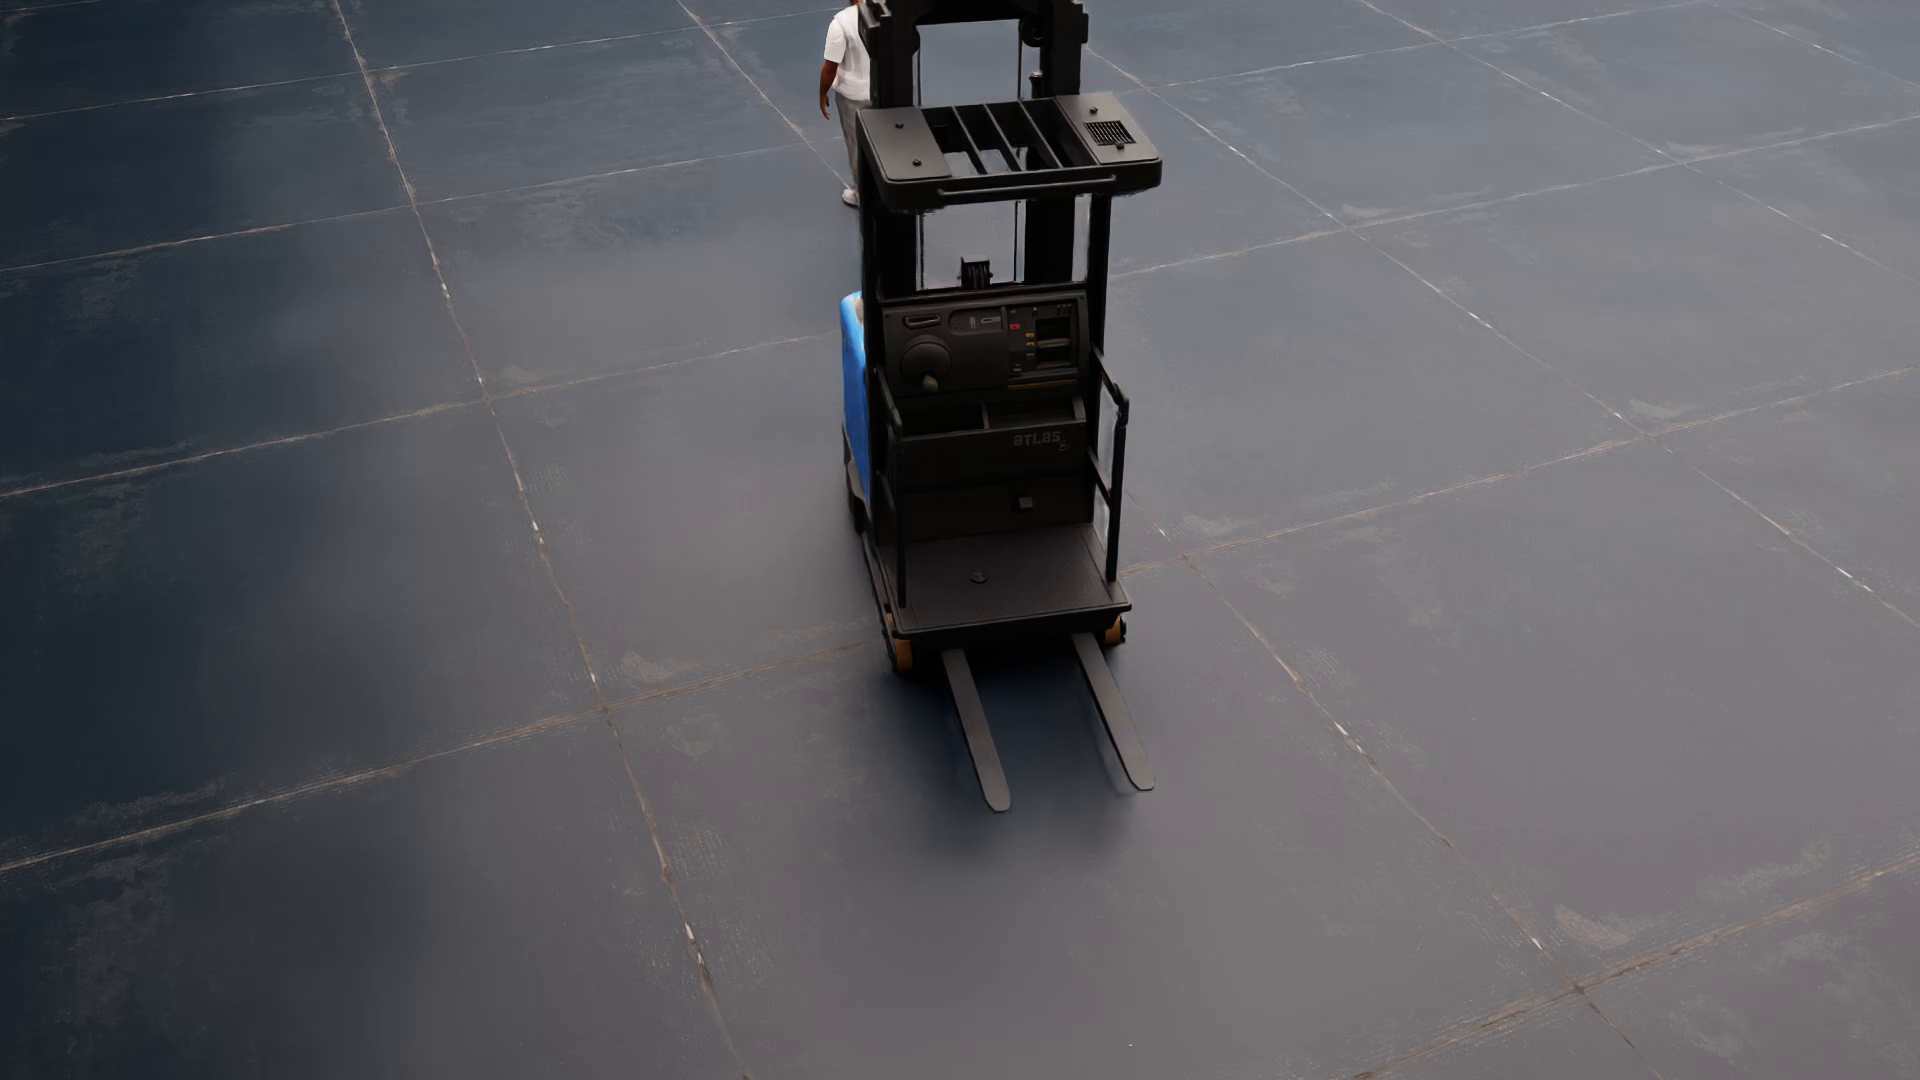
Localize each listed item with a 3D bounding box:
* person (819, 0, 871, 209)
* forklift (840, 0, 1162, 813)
[{"bbox_3d":[-0.701,-3.154,11.527,0.666,1.765,0.577,-18,39,-24],"label":"person"},{"bbox_3d":[0.164,-0.815,7.244,1.130,2.935,3.031,-7,36,-9],"label":"forklift"}]
